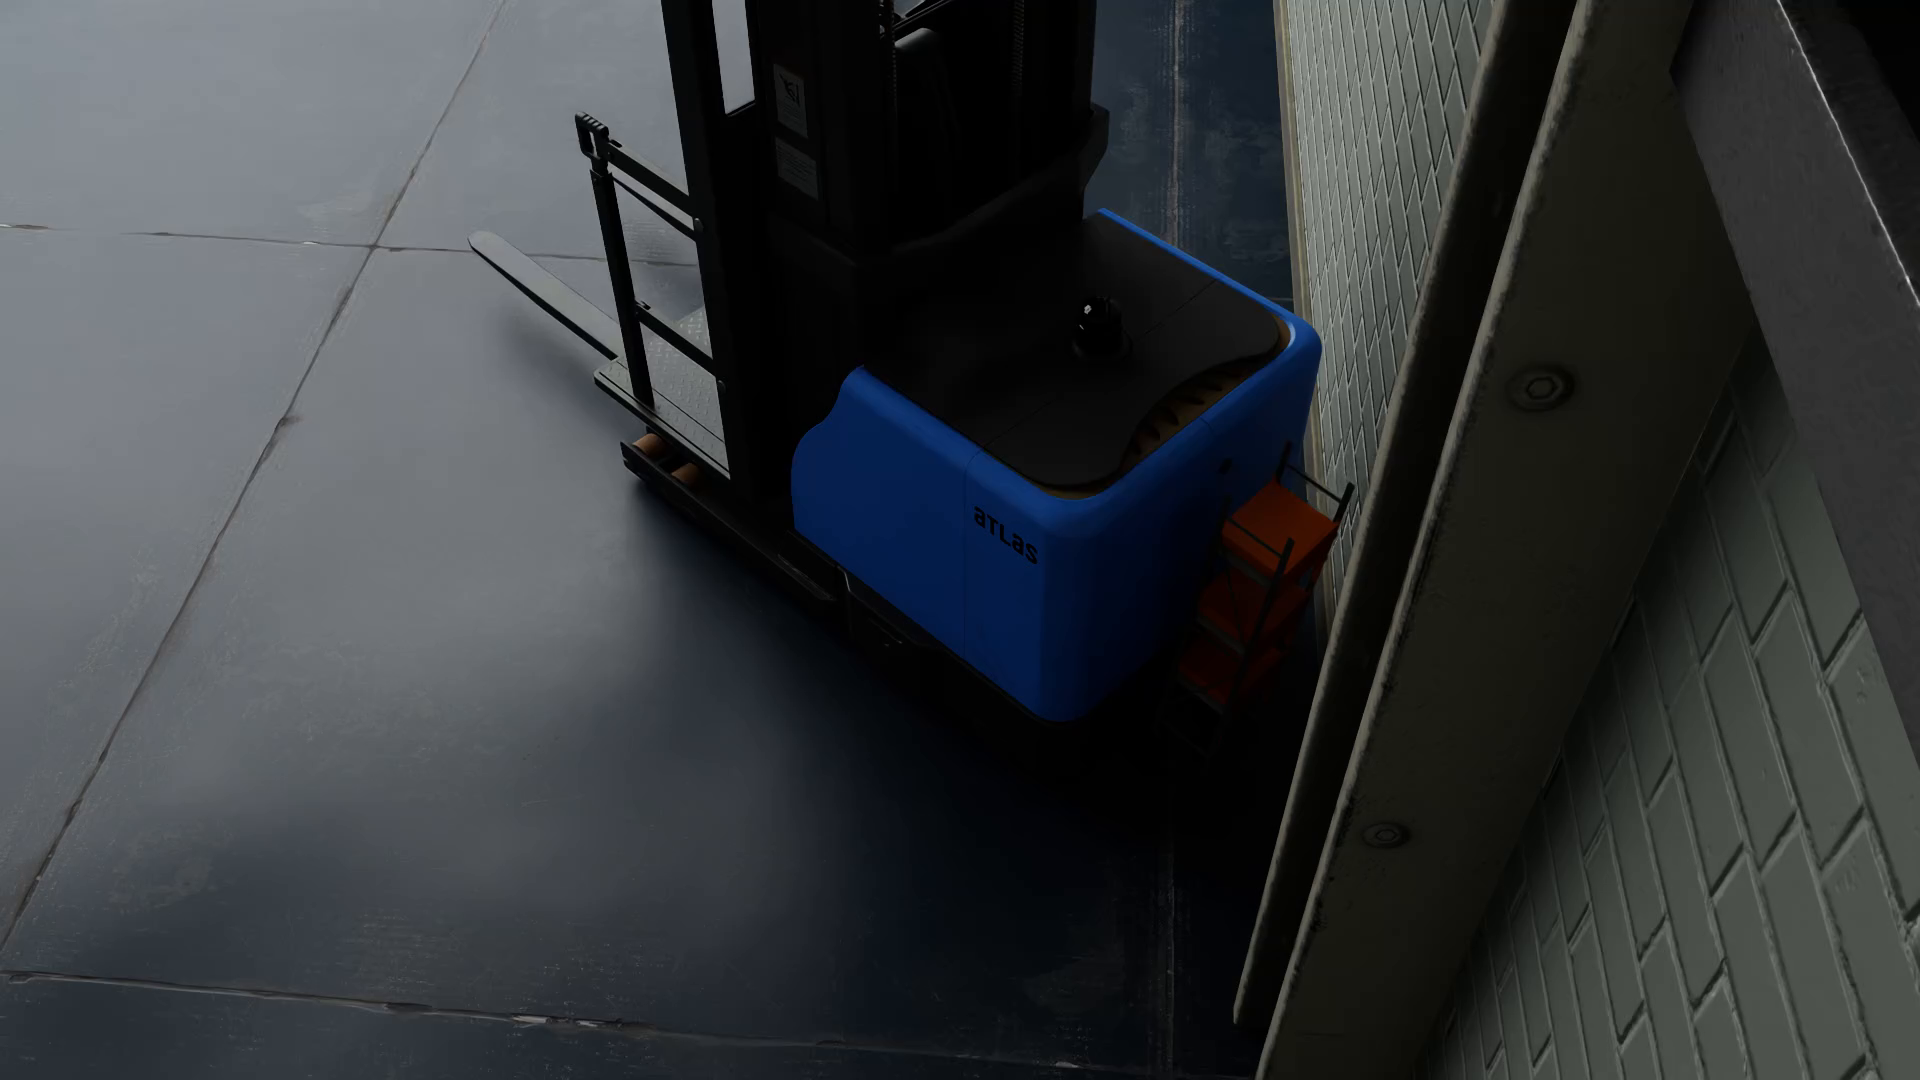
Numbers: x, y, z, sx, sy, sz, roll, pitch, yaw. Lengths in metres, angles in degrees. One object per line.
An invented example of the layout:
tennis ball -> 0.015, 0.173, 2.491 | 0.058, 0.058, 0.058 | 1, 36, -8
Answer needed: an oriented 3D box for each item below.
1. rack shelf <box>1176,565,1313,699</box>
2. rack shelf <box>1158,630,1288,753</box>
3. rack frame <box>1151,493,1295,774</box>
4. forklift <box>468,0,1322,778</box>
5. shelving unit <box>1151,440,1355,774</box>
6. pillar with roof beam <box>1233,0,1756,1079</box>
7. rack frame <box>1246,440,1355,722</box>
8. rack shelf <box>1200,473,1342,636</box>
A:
rack shelf -> 0.740, 0.212, 4.346 | 0.215, 0.259, 0.240 | 38, 58, 22
rack shelf -> 0.719, 0.383, 4.564 | 0.215, 0.259, 0.240 | 38, 58, 22
rack frame -> 0.658, 0.271, 4.278 | 0.200, 1.050, 0.008 | 38, 58, 22
forklift -> -0.447, -1.313, 4.465 | 3.031, 2.935, 1.130 | 36, 57, 28
shelving unit -> 0.741, 0.205, 4.338 | 0.215, 1.050, 0.252 | 38, 58, 22
pillar with roof beam -> -3.463, -2.003, 0.984 | 9.100, 9.000, 0.400 | 4, 48, 4
rack frame -> 0.824, 0.139, 4.398 | 0.200, 1.050, 0.008 | 38, 58, 22
rack shelf -> 0.762, 0.037, 4.124 | 0.215, 0.259, 0.240 | 38, 58, 22
